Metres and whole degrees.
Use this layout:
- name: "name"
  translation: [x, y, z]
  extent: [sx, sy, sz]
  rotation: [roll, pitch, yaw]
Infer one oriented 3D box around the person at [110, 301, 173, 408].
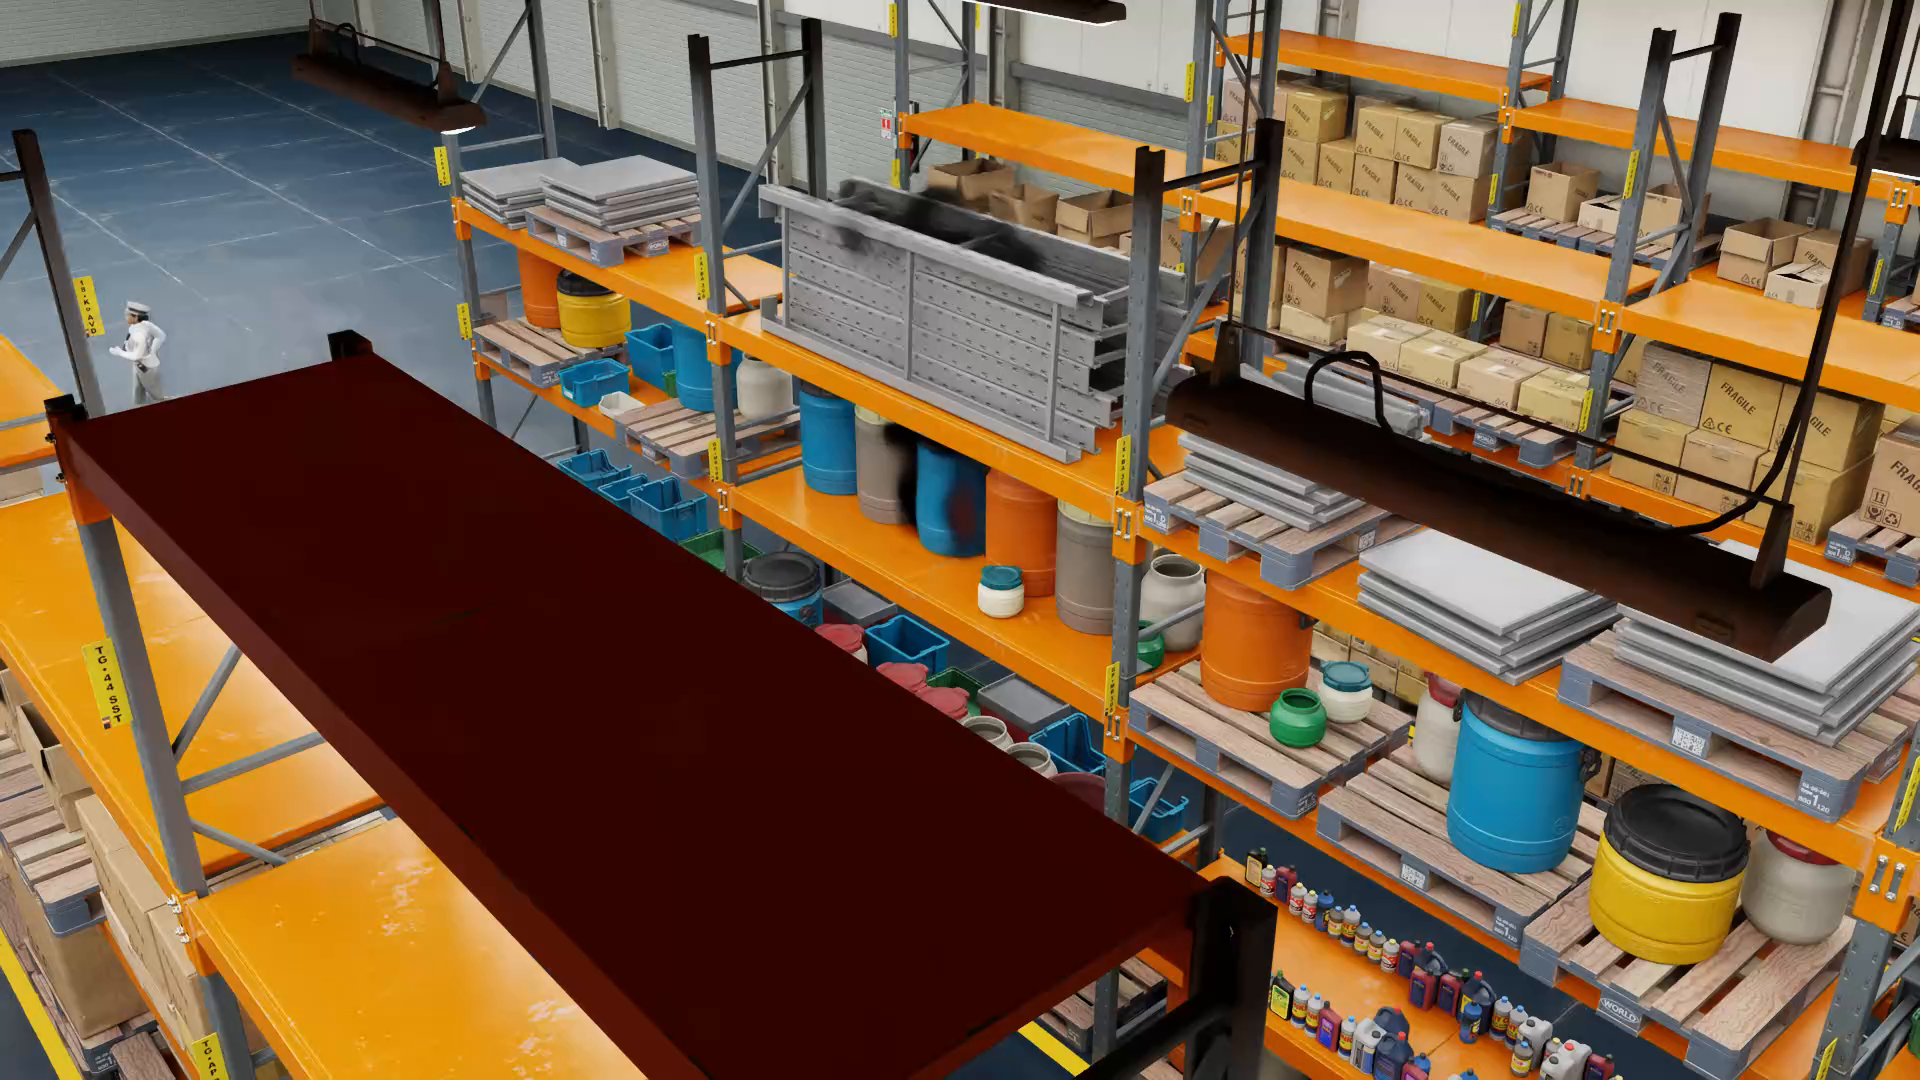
- name: "person"
  translation: [-9.583, -2.007, 19.606]
  extent: [0.917, 1.686, 0.610]
  rotation: [-10, 29, -19]
